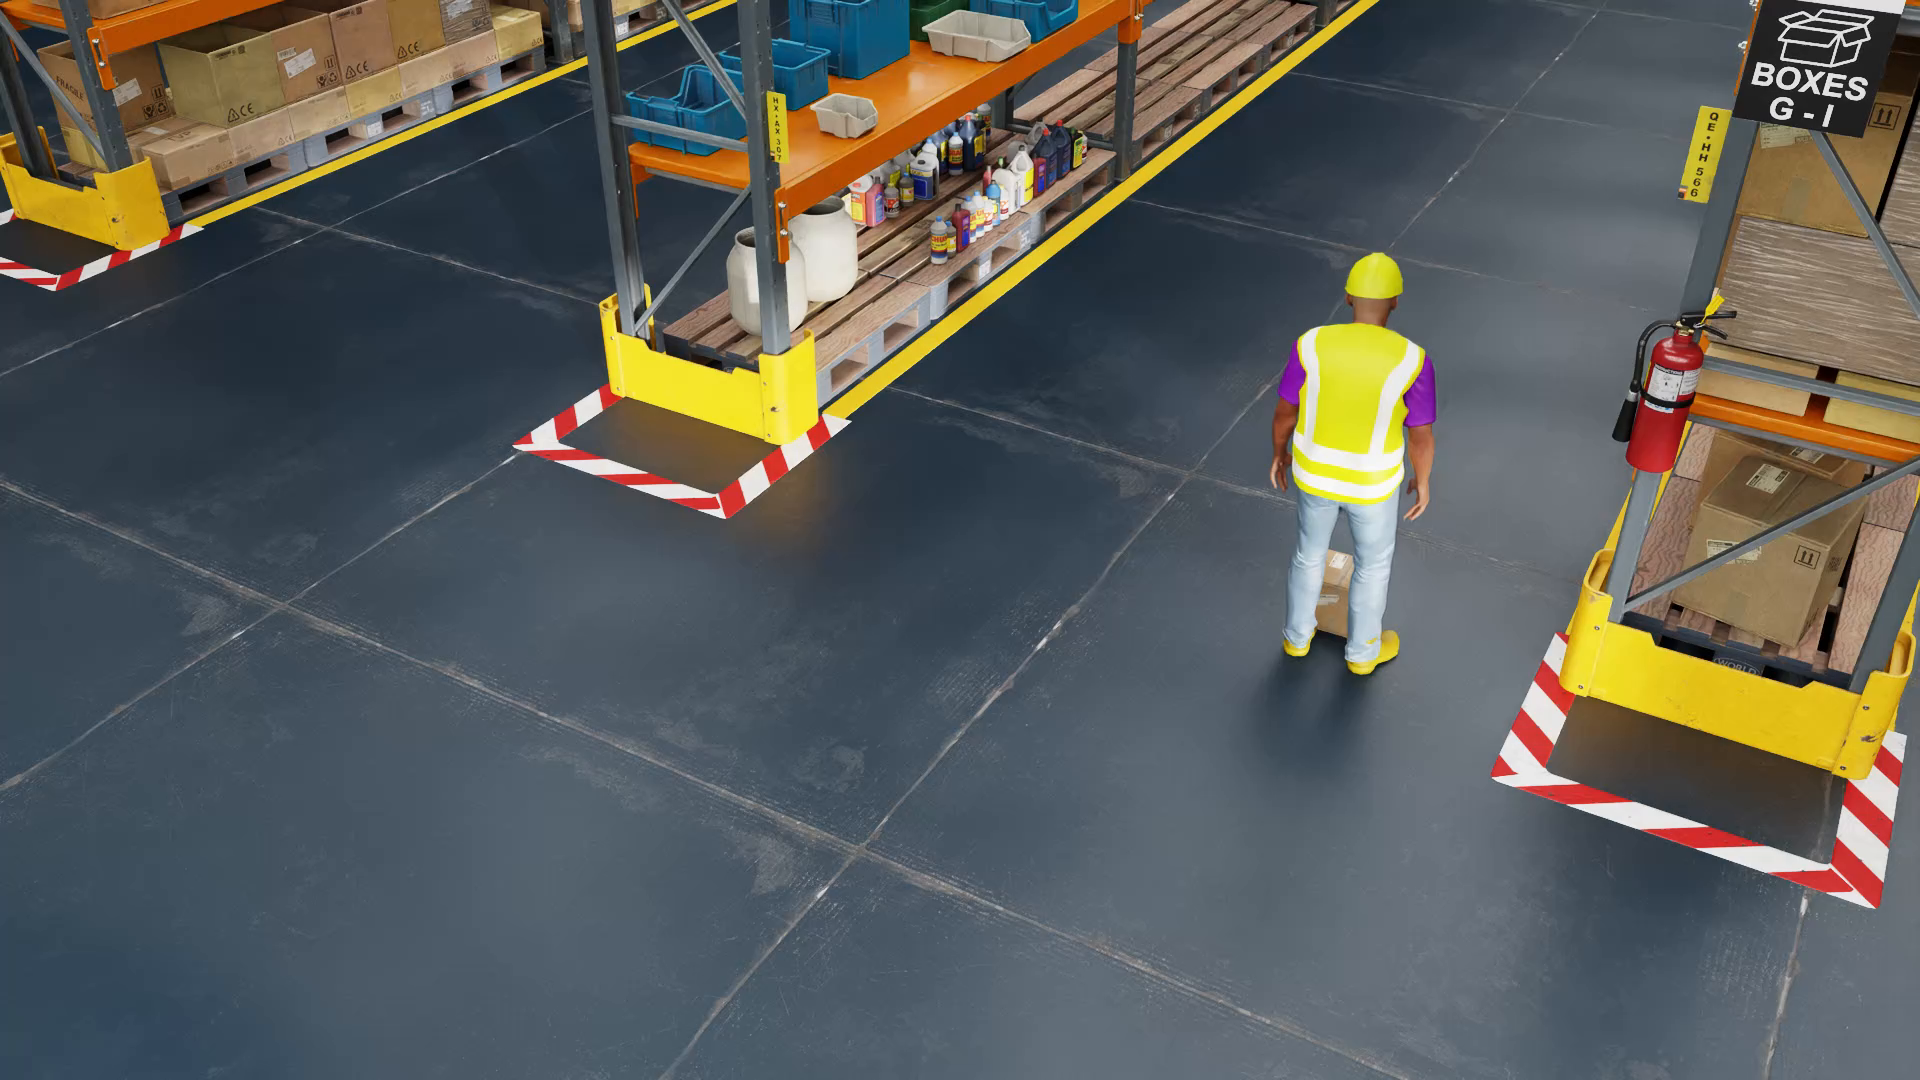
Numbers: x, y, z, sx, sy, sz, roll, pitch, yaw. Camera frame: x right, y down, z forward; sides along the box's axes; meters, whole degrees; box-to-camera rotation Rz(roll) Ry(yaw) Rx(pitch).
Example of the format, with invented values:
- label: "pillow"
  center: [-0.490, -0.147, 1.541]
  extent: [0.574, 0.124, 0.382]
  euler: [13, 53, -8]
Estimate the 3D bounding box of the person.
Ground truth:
- label: "person"
  center: [1.534, -0.280, 6.543]
  extent: [0.633, 1.759, 0.462]
  euler: [15, 37, 21]
